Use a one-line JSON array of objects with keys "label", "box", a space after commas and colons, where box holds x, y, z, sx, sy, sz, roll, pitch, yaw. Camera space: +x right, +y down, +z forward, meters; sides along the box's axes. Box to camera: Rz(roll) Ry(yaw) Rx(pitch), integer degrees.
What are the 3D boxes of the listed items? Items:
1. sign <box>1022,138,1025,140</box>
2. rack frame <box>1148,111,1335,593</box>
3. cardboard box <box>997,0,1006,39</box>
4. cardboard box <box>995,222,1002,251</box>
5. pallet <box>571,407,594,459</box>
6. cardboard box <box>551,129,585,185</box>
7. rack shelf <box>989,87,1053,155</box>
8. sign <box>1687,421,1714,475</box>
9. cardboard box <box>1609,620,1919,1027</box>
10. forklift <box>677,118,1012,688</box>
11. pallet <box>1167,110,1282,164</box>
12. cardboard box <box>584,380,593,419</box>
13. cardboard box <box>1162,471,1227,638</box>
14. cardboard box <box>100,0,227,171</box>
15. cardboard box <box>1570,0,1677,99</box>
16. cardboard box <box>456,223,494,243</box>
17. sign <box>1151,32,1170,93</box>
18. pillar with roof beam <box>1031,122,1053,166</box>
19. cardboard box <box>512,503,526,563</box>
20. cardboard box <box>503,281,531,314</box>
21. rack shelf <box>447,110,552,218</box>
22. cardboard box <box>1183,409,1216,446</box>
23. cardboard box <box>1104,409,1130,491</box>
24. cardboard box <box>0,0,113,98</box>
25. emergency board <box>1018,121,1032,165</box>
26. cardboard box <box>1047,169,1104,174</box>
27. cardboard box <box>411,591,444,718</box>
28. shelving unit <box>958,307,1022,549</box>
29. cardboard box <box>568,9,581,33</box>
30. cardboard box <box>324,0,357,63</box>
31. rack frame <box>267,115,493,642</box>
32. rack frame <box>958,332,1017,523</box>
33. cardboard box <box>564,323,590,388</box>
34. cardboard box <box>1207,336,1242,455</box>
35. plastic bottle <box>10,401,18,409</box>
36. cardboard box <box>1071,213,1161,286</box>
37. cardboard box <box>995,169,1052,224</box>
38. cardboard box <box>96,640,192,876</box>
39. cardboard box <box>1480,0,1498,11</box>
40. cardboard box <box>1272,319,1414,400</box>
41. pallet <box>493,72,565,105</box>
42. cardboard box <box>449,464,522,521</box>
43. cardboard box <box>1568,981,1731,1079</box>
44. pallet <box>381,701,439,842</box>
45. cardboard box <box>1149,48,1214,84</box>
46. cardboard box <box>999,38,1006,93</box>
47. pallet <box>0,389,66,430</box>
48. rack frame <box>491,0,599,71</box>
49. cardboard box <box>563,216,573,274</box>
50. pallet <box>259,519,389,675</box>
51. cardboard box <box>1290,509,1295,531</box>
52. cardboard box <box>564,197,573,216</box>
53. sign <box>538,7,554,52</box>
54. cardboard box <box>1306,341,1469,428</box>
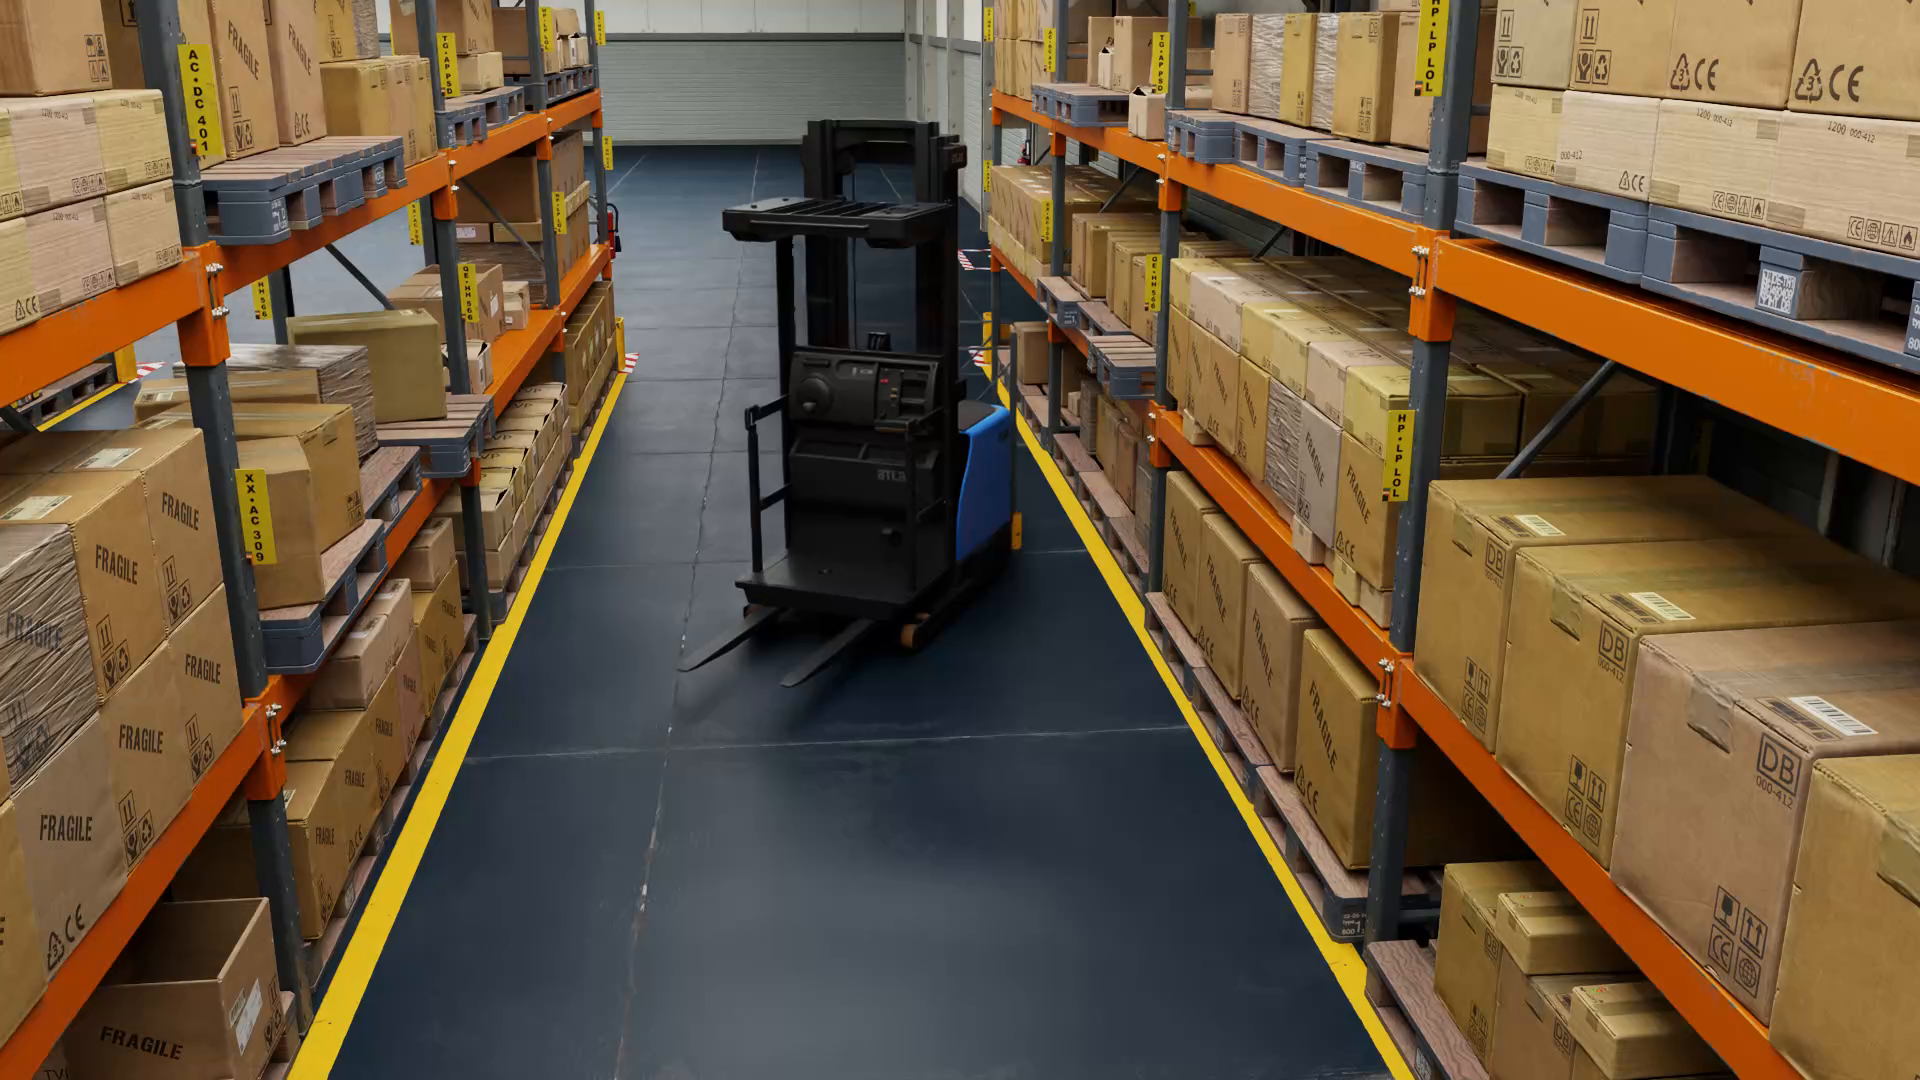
[{"label": "sign", "box": [0.967, -6.152, 25.321, 0.001, 0.109, 0.331, -2, 18, -6]}, {"label": "rack frame", "box": [1.658, -0.989, 9.821, 1.000, 3.000, 0.127, -2, 18, -6]}, {"label": "cardboard box", "box": [0.633, -5.065, 15.925, 0.500, 0.500, 0.500, -2, 18, -6]}, {"label": "cardboard box", "box": [0.635, -3.001, 16.446, 0.500, 0.250, 0.500, -2, 18, -7]}, {"label": "pallet", "box": [-3.722, -0.935, 14.302, 1.003, 0.211, 1.213, -2, 18, -6]}, {"label": "cardboard box", "box": [-4.053, -3.730, 16.218, 0.700, 0.500, 0.500, -2, 18, -5]}, {"label": "rack shelf", "box": [1.039, -3.865, 15.173, 1.077, 0.370, 4.000, -2, 18, -6]}, {"label": "sign", "box": [2.622, -0.266, 5.939, 0.100, 0.325, 0.005, -2, 18, -6]}, {"label": "cardboard box", "box": [2.265, 0.656, 4.080, 0.980, 0.700, 0.700, -3, 18, -8]}, {"label": "forklift", "box": [-0.648, -0.892, 9.626, 1.130, 2.935, 3.031, 6, 19, 20]}, {"label": "pallet", "box": [1.777, -2.140, 8.794, 1.213, 0.211, 1.003, -1, 17, -3]}, {"label": "cardboard box", "box": [-3.474, -1.212, 14.419, 0.500, 0.250, 0.500, -2, 18, -6]}, {"label": "cardboard box", "box": [1.603, 0.059, 9.369, 0.750, 0.750, 0.750, -2, 18, -6]}, {"label": "cardboard box", "box": [-2.835, -1.523, 5.477, 0.600, 0.600, 0.600, -3, 18, -11]}, {"label": "cardboard box", "box": [1.924, -1.389, 4.216, 0.500, 0.500, 0.500, -2, 18, -7]}, {"label": "cardboard box", "box": [-3.923, -2.458, 13.250, 0.380, 0.149, 0.250, -2, 18, -6]}, {"label": "sign", "box": [1.118, -2.651, 9.242, 0.100, 0.325, 0.005, -2, 18, -6]}, {"label": "pillar with roof beam", "box": [-3.135, -7.708, 21.205, 9.100, 9.000, 0.400, -2, 18, -6]}, {"label": "cardboard box", "box": [-3.083, -0.039, 10.681, 0.500, 0.250, 0.500, -2, 18, -7]}, {"label": "cardboard box", "box": [-3.587, -1.810, 12.685, 0.500, 0.250, 0.500, -1, 17, -2]}, {"label": "rack shelf", "box": [-3.475, -2.519, 10.886, 1.077, 0.370, 4.000, -2, 18, -6]}, {"label": "cardboard box", "box": [1.422, -0.617, 9.019, 0.380, 0.149, 0.250, -1, 17, -4]}, {"label": "cardboard box", "box": [1.454, -0.674, 12.255, 0.700, 0.500, 0.500, -2, 17, -5]}, {"label": "cardboard box", "box": [-2.768, -1.456, 4.462, 0.700, 0.500, 0.500, -2, 18, -6]}, {"label": "emergency board", "box": [0.930, -5.716, 24.876, 0.194, 1.169, 0.643, -2, 18, -6]}, {"label": "cardboard box", "box": [1.135, -3.384, 16.415, 0.500, 0.500, 0.500, -2, 17, -5]}, {"label": "cardboard box", "box": [-2.886, 0.573, 8.282, 0.500, 0.500, 0.500, -2, 18, -8]}, {"label": "shelving unit", "box": [0.080, -0.808, 11.748, 0.587, 1.500, 1.083, -2, 18, -6]}, {"label": "cardboard box", "box": [-4.039, -4.795, 15.827, 0.797, 0.503, 0.637, -1, 17, -2]}, {"label": "cardboard box", "box": [-3.178, -2.509, 7.817, 0.500, 0.500, 0.500, -2, 18, -6]}, {"label": "rack frame", "box": [-3.269, -0.835, 9.330, 1.000, 3.000, 0.127, -2, 18, -6]}, {"label": "rack frame", "box": [0.131, -0.660, 11.274, 0.500, 1.500, 0.032, -2, 18, -6]}, {"label": "cardboard box", "box": [-3.477, -1.570, 14.307, 0.500, 0.500, 0.500, -2, 18, -6]}, {"label": "cardboard box", "box": [1.548, -0.732, 8.303, 0.500, 0.500, 0.500, -2, 18, -6]}, {"label": "plastic bottle", "box": [-8.362, -1.313, 14.538, 0.144, 0.351, 0.185, -1, 17, -3]}, {"label": "cardboard box", "box": [1.264, -2.286, 13.049, 0.700, 0.500, 0.500, -2, 18, -5]}, {"label": "cardboard box", "box": [0.624, -3.369, 16.367, 0.500, 0.500, 0.500, -2, 18, -5]}, {"label": "cardboard box", "box": [-2.495, 0.603, 4.580, 0.500, 0.500, 0.500, -1, 17, -4]}, {"label": "cardboard box", "box": [2.110, -2.110, 6.230, 0.500, 0.250, 0.500, -1, 17, -2]}, {"label": "cardboard box", "box": [1.672, -0.790, 7.238, 0.500, 0.250, 0.500, -1, 17, -5]}, {"label": "pallet", "box": [-3.795, -3.669, 13.496, 1.003, 0.211, 1.213, -2, 18, -6]}, {"label": "cardboard box", "box": [-3.093, -0.313, 10.618, 0.500, 0.311, 0.500, -2, 18, -7]}, {"label": "cardboard box", "box": [1.954, 1.374, 4.681, 0.380, 0.149, 0.250, -2, 18, -7]}, {"label": "pallet", "box": [-3.107, 1.082, 7.880, 1.003, 0.211, 1.213, -2, 18, -6]}, {"label": "cardboard box", "box": [1.617, -2.868, 10.592, 0.797, 0.503, 0.637, 1, 17, 2]}, {"label": "cardboard box", "box": [0.639, -4.593, 16.090, 0.500, 0.500, 0.500, -1, 17, -2]}, {"label": "pallet", "box": [-8.766, -1.110, 14.861, 1.003, 0.211, 1.213, -2, 18, -6]}, {"label": "rack frame", "box": [-4.094, -6.081, 16.023, 1.000, 3.000, 0.127, -2, 18, -6]}, {"label": "cardboard box", "box": [-3.896, -2.666, 14.993, 0.700, 0.500, 0.500, -1, 17, -4]}, {"label": "pallet", "box": [-2.830, 0.207, 6.331, 1.003, 0.211, 1.213, -2, 18, -6]}, {"label": "cardboard box", "box": [1.678, -0.084, 7.323, 0.380, 0.149, 0.250, -2, 18, -6]}, {"label": "cardboard box", "box": [-3.703, -3.006, 14.994, 0.380, 0.149, 0.250, -2, 18, -6]}, {"label": "sign", "box": [-3.143, -3.875, 12.614, 0.100, 0.325, 0.005, -2, 18, -6]}, {"label": "cardboard box", "box": [1.725, -0.638, 6.754, 0.500, 0.250, 0.500, -1, 17, -4]}]
